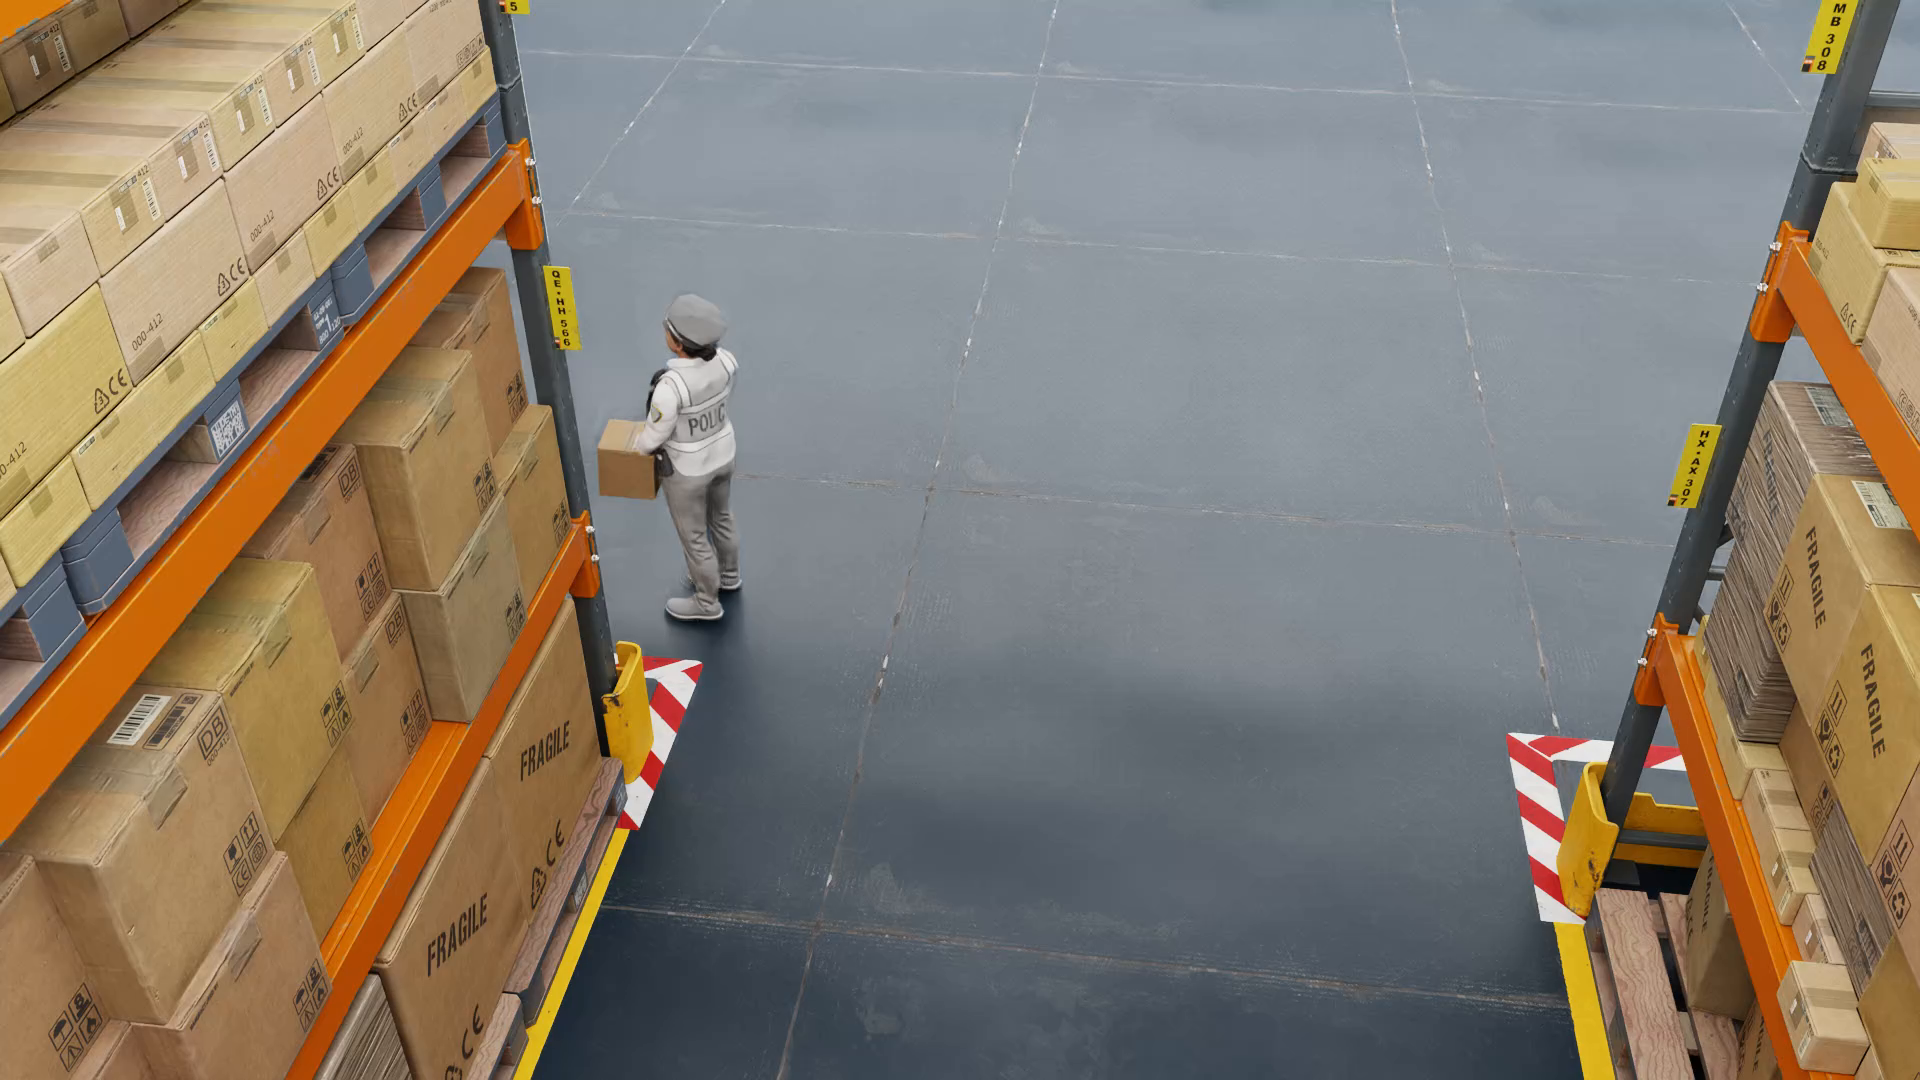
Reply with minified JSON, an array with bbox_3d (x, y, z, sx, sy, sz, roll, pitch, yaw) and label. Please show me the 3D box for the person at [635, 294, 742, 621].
[{"bbox_3d":[-1.214,-0.356,7.483,0.512,1.699,0.496,24,43,29],"label":"person"}]
